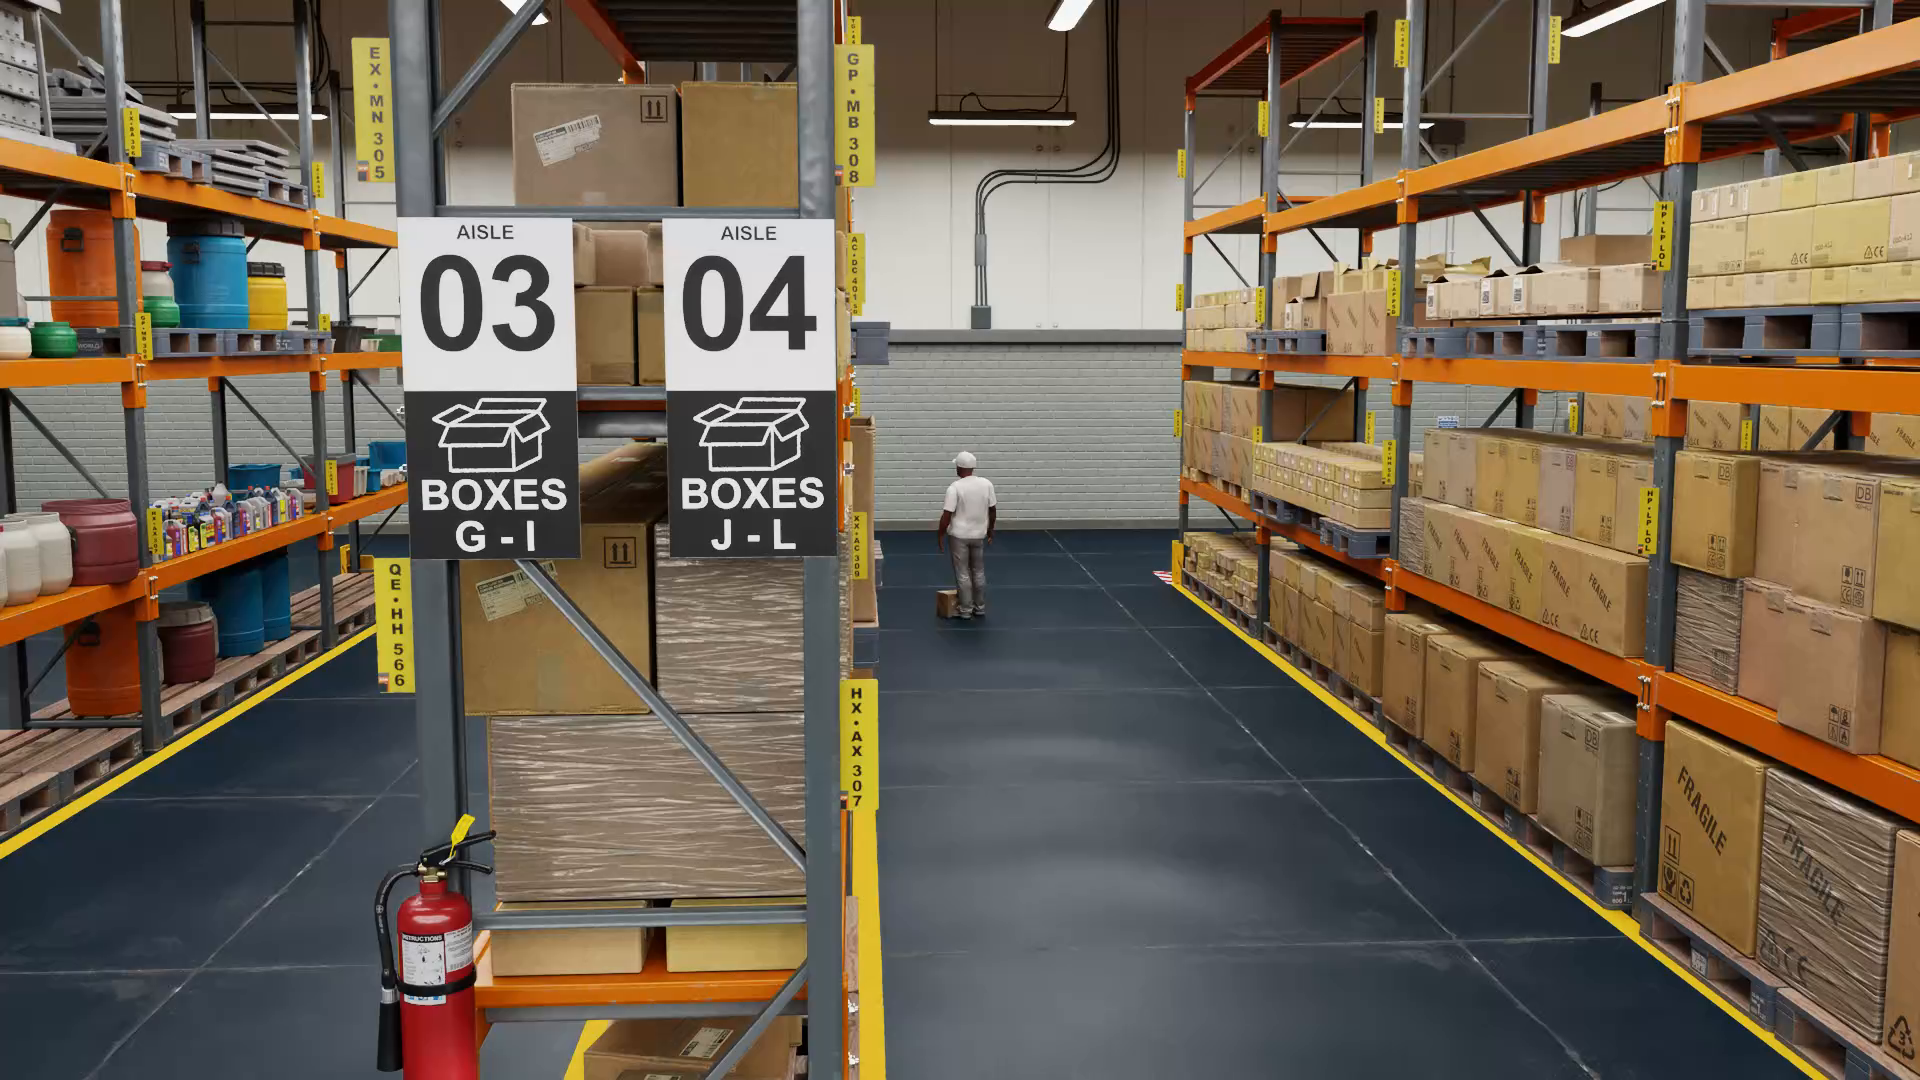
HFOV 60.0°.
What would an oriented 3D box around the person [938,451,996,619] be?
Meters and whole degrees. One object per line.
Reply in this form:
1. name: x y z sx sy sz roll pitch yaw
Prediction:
1. person: 0.039 -0.058 17.572 0.665 1.764 0.575 -4 8 -28
